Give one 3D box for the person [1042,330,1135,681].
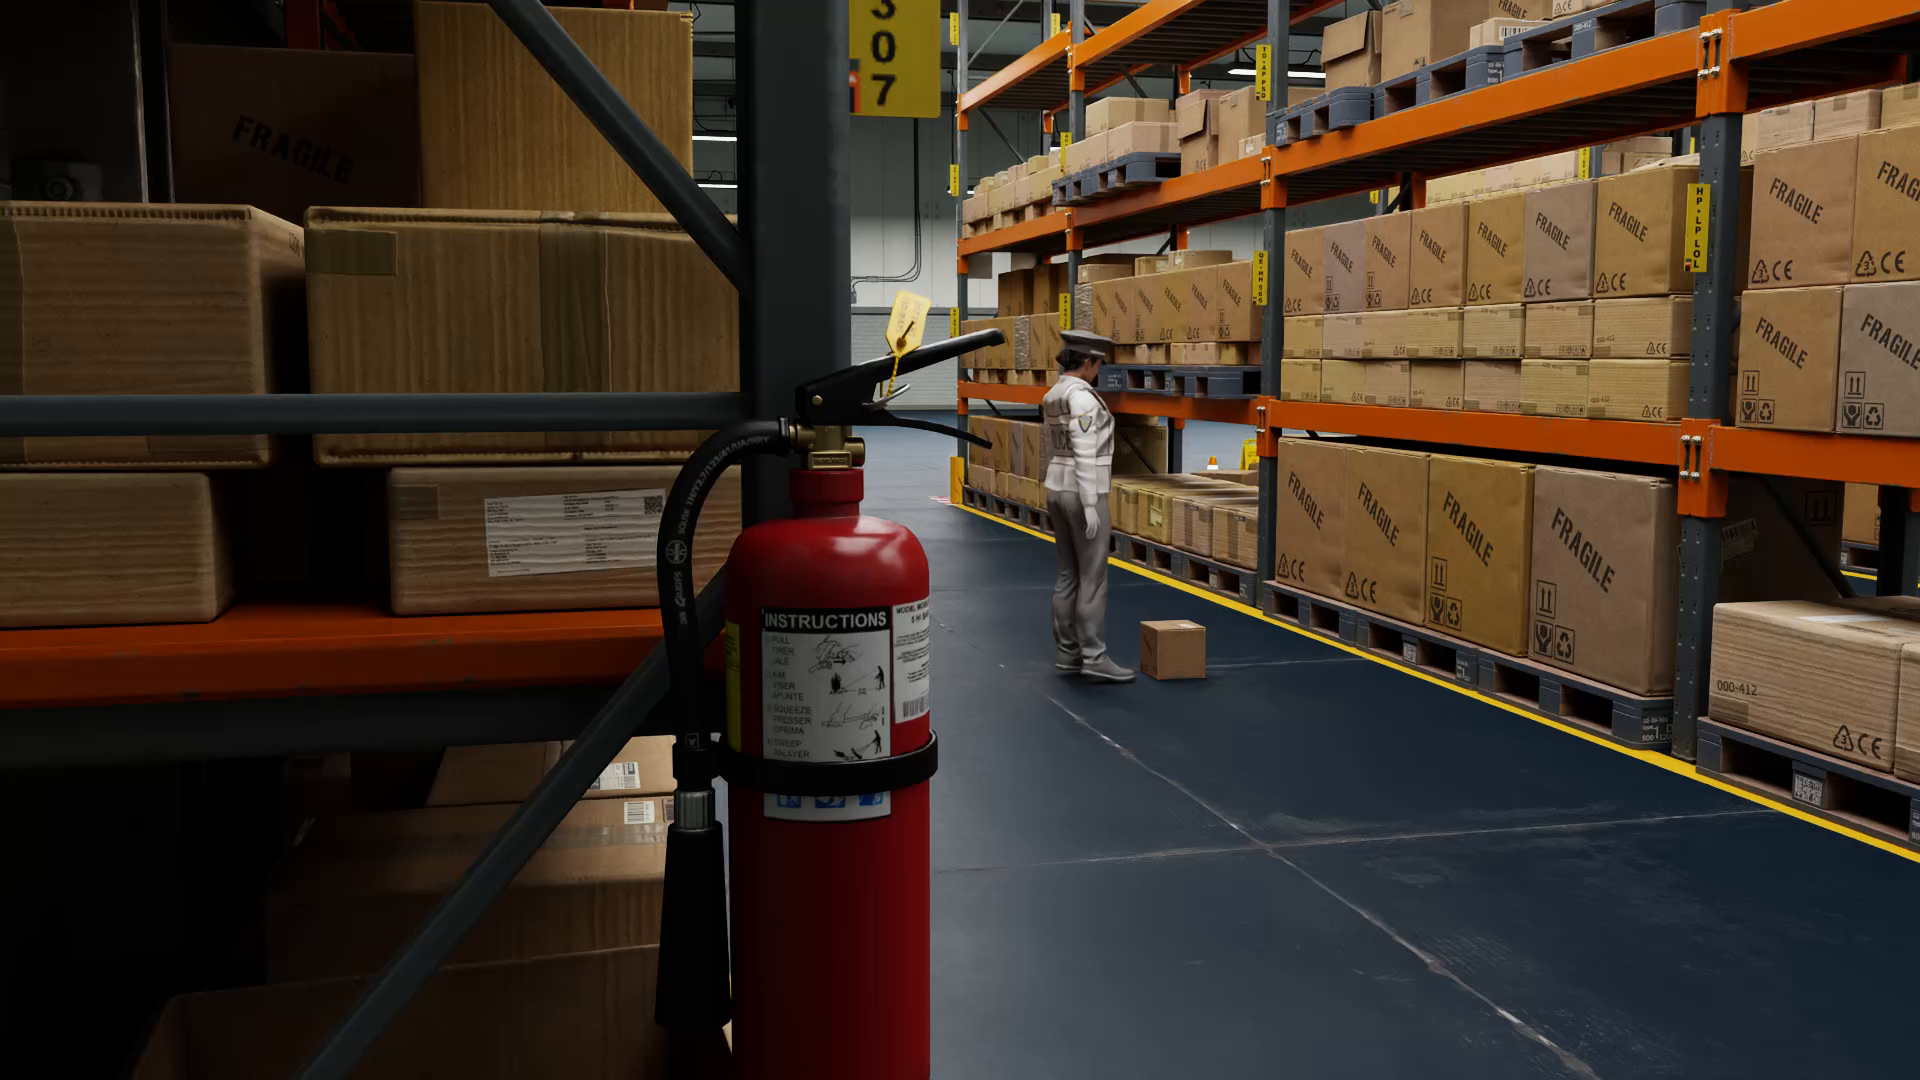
[{"bbox_3d":[0.613,-0.166,8.054,0.402,1.683,0.538,-2,7,-21],"label":"person"}]
